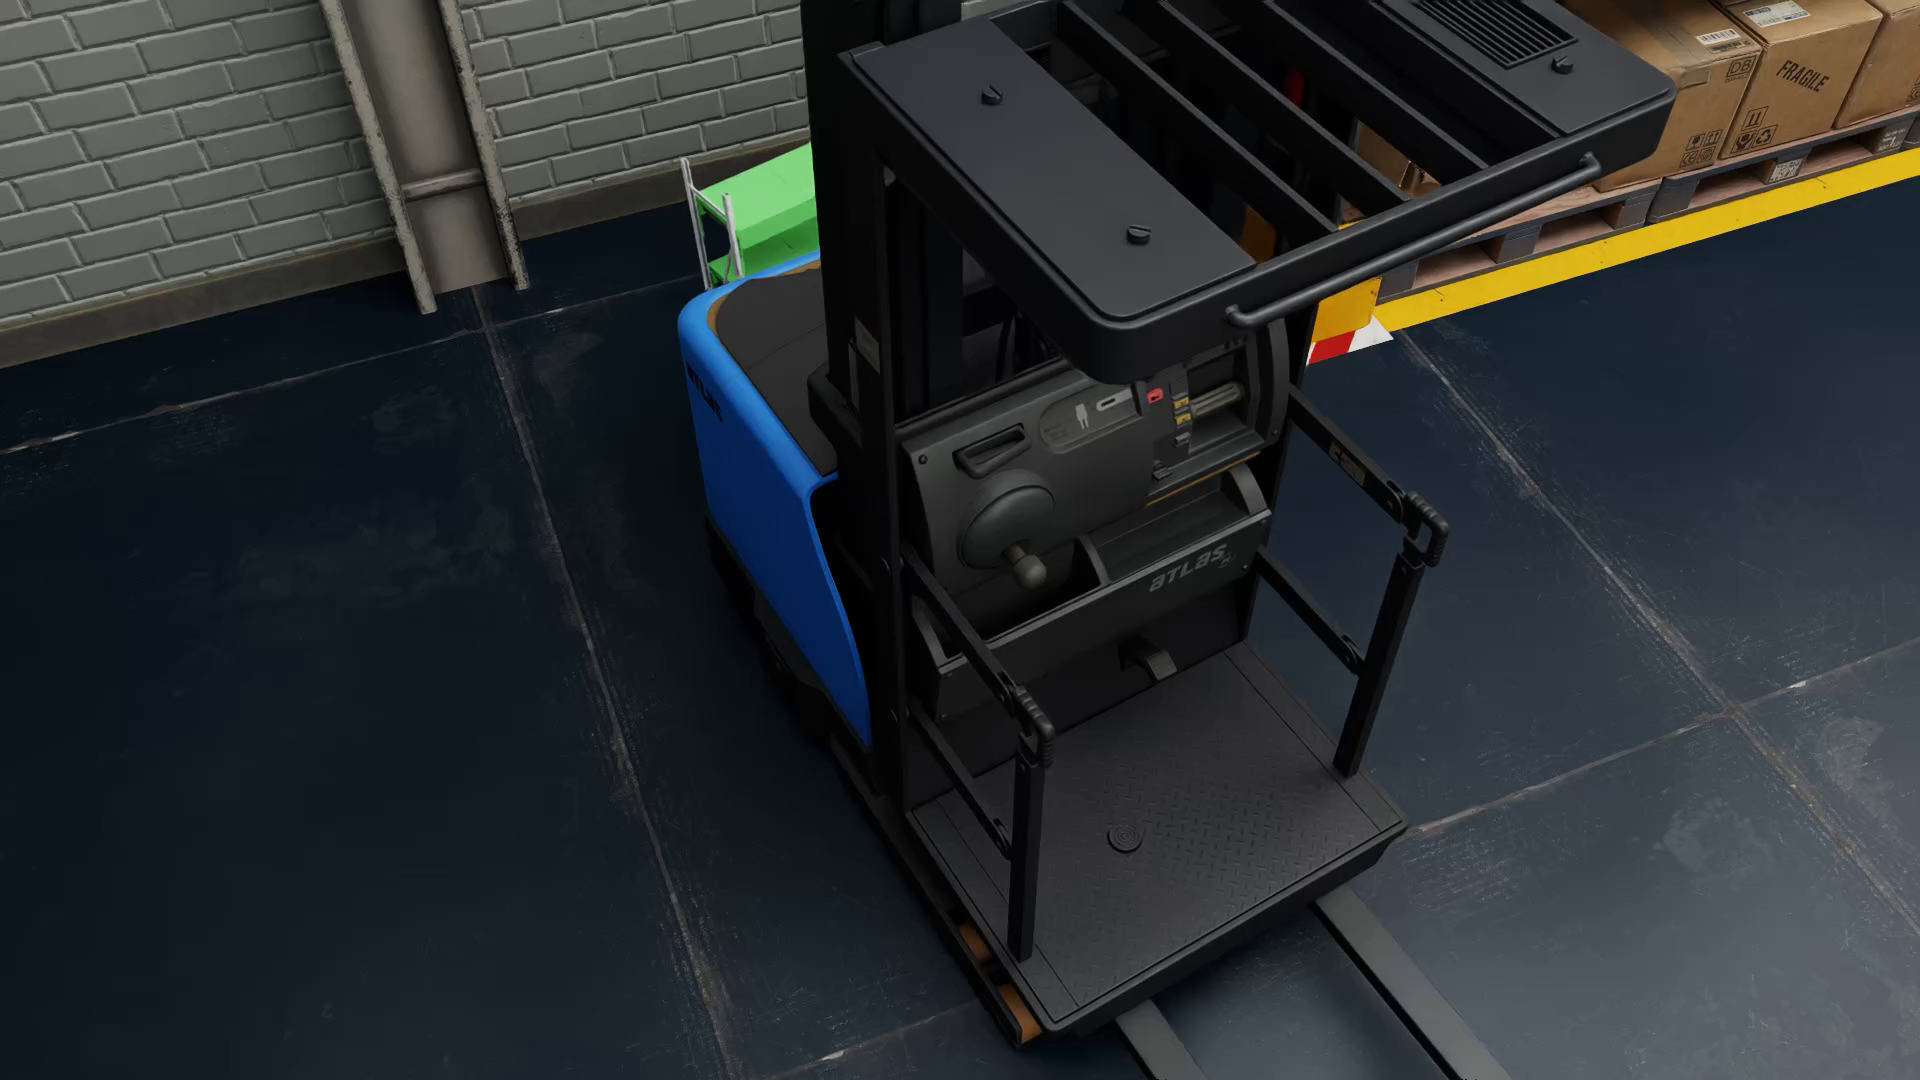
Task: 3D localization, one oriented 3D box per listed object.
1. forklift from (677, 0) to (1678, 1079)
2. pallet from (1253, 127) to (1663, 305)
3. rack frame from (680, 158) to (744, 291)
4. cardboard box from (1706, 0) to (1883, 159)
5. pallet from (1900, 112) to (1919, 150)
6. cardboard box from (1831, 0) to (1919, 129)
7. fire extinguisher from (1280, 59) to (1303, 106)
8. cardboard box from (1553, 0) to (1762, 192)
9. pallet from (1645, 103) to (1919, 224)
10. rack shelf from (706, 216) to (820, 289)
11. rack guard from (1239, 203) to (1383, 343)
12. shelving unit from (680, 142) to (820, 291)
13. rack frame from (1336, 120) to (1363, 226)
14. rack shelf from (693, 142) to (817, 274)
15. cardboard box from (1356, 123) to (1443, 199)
[{"bbox_3d":[0.427,-0.111,3.414,1.130,2.935,3.031,-25,54,-20],"label":"forklift"},{"bbox_3d":[1.845,-1.430,6.339,1.213,0.211,1.003,-17,52,-14],"label":"pallet"},{"bbox_3d":[-0.663,-0.564,4.930,0.015,1.200,0.240,-30,51,-23],"label":"rack frame"},{"bbox_3d":[2.973,-1.818,6.205,0.500,0.500,0.500,-16,51,-14],"label":"cardboard box"},{"bbox_3d":[4.104,-2.130,6.940,1.213,0.211,1.003,-17,52,-14],"label":"pallet"},{"bbox_3d":[3.406,-2.034,6.391,0.500,0.500,0.700,-19,52,-16],"label":"cardboard box"},{"bbox_3d":[1.076,-1.574,4.921,0.183,0.674,0.296,-17,52,-14],"label":"fire extinguisher"},{"bbox_3d":[2.445,-1.737,6.135,0.500,0.500,0.700,-15,51,-13],"label":"cardboard box"},{"bbox_3d":[2.973,-1.777,6.637,1.213,0.211,1.003,-17,52,-14],"label":"pallet"},{"bbox_3d":[-0.477,-0.798,4.901,0.480,0.148,0.258,-30,51,-23],"label":"rack shelf"},{"bbox_3d":[1.108,-1.295,6.032,0.348,0.500,1.175,-17,52,-14],"label":"rack guard"},{"bbox_3d":[-0.468,-0.675,5.026,0.503,1.200,0.258,-30,51,-23],"label":"shelving unit"},{"bbox_3d":[1.037,-2.087,5.065,0.127,3.000,1.000,-17,52,-14],"label":"rack frame"},{"bbox_3d":[-0.488,-0.966,4.729,0.480,0.148,0.258,-30,51,-23],"label":"rack shelf"},{"bbox_3d":[1.639,-1.520,5.947,0.637,0.503,0.797,-19,52,-16],"label":"cardboard box"}]
